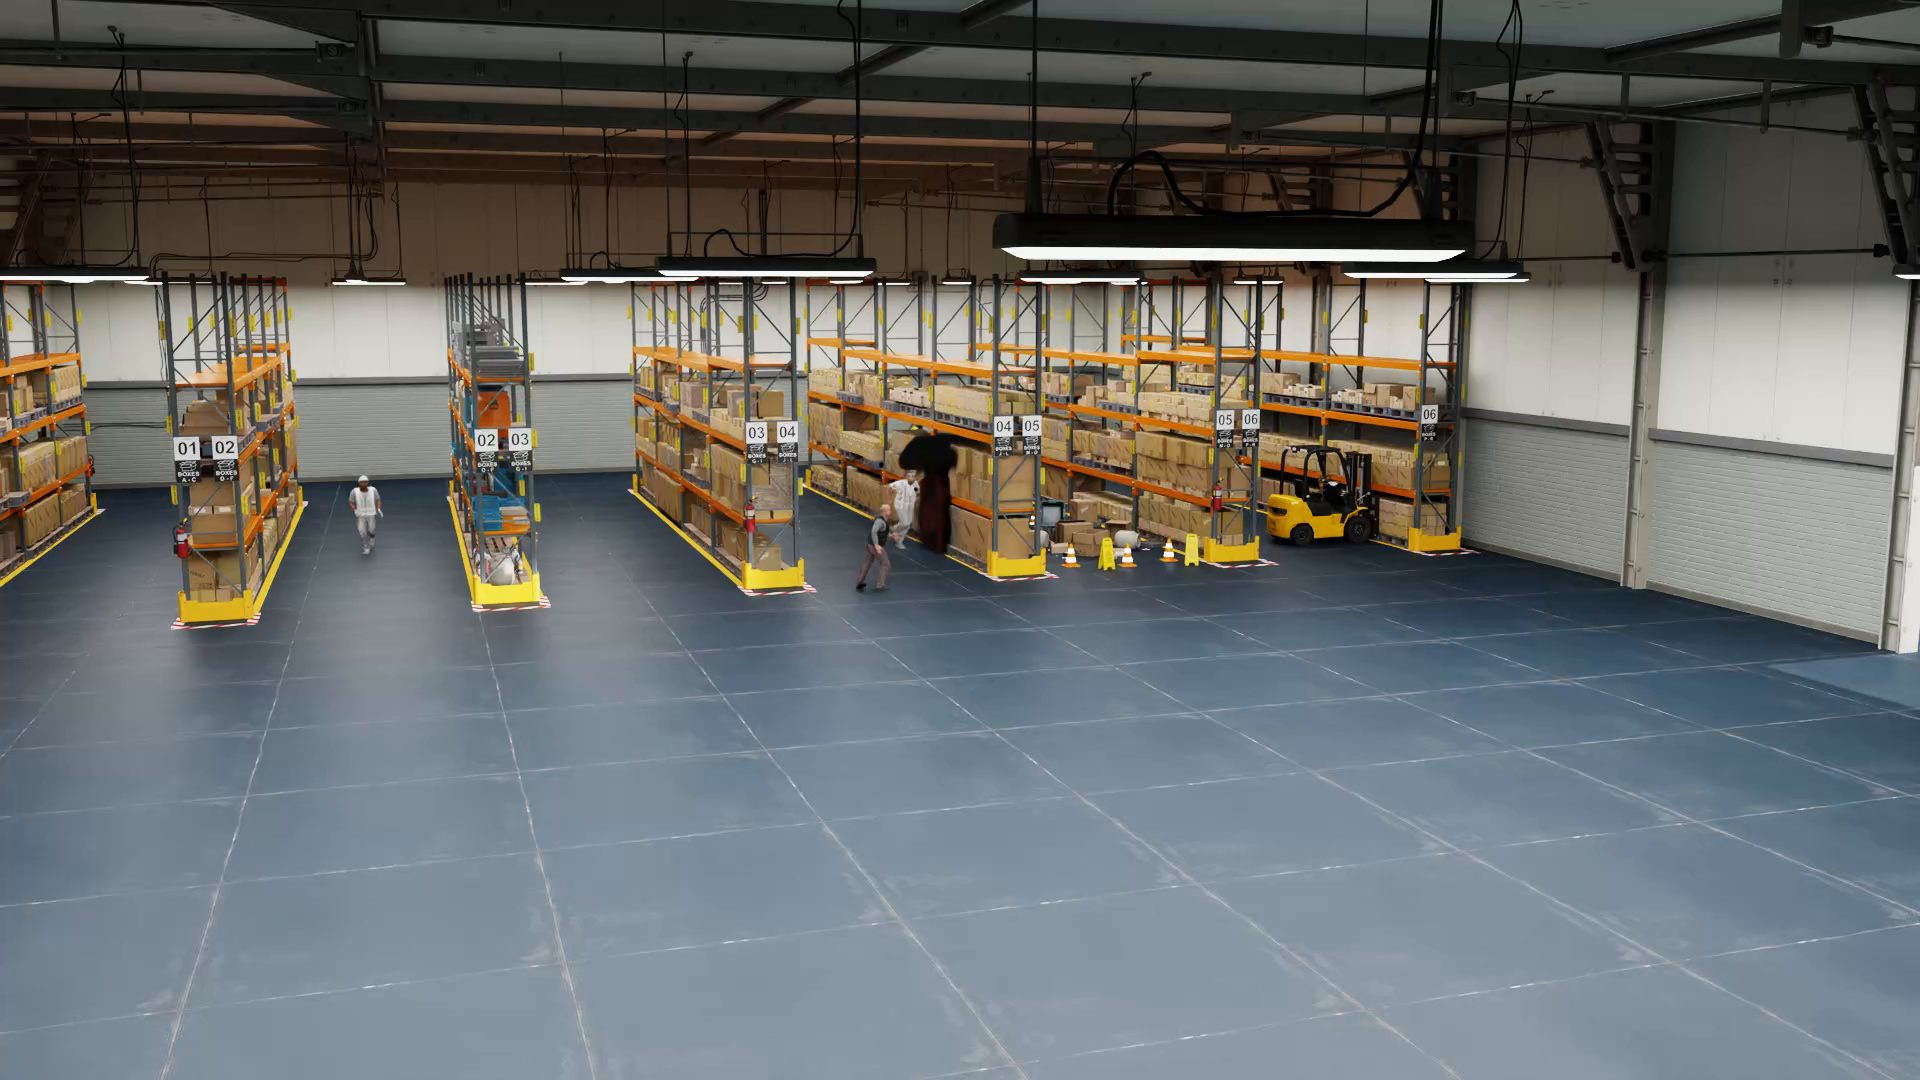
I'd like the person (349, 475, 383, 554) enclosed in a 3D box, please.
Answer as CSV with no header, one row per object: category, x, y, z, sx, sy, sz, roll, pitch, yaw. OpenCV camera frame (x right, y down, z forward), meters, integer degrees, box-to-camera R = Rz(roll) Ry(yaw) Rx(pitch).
person,-12.850,-0.543,35.967,0.679,1.721,0.648,-3,9,-19

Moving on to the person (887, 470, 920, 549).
person,-1.132,-0.648,34.898,0.662,1.701,0.740,-6,11,-36

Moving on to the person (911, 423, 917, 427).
person,-1.384,-2.818,51.119,0.826,1.746,0.594,-5,10,-31

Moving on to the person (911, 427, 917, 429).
person,-1.147,-2.414,48.361,0.853,1.723,0.700,4,9,24

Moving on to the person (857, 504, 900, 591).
person,-1.549,0.127,31.815,0.834,1.664,0.704,-2,9,-14
